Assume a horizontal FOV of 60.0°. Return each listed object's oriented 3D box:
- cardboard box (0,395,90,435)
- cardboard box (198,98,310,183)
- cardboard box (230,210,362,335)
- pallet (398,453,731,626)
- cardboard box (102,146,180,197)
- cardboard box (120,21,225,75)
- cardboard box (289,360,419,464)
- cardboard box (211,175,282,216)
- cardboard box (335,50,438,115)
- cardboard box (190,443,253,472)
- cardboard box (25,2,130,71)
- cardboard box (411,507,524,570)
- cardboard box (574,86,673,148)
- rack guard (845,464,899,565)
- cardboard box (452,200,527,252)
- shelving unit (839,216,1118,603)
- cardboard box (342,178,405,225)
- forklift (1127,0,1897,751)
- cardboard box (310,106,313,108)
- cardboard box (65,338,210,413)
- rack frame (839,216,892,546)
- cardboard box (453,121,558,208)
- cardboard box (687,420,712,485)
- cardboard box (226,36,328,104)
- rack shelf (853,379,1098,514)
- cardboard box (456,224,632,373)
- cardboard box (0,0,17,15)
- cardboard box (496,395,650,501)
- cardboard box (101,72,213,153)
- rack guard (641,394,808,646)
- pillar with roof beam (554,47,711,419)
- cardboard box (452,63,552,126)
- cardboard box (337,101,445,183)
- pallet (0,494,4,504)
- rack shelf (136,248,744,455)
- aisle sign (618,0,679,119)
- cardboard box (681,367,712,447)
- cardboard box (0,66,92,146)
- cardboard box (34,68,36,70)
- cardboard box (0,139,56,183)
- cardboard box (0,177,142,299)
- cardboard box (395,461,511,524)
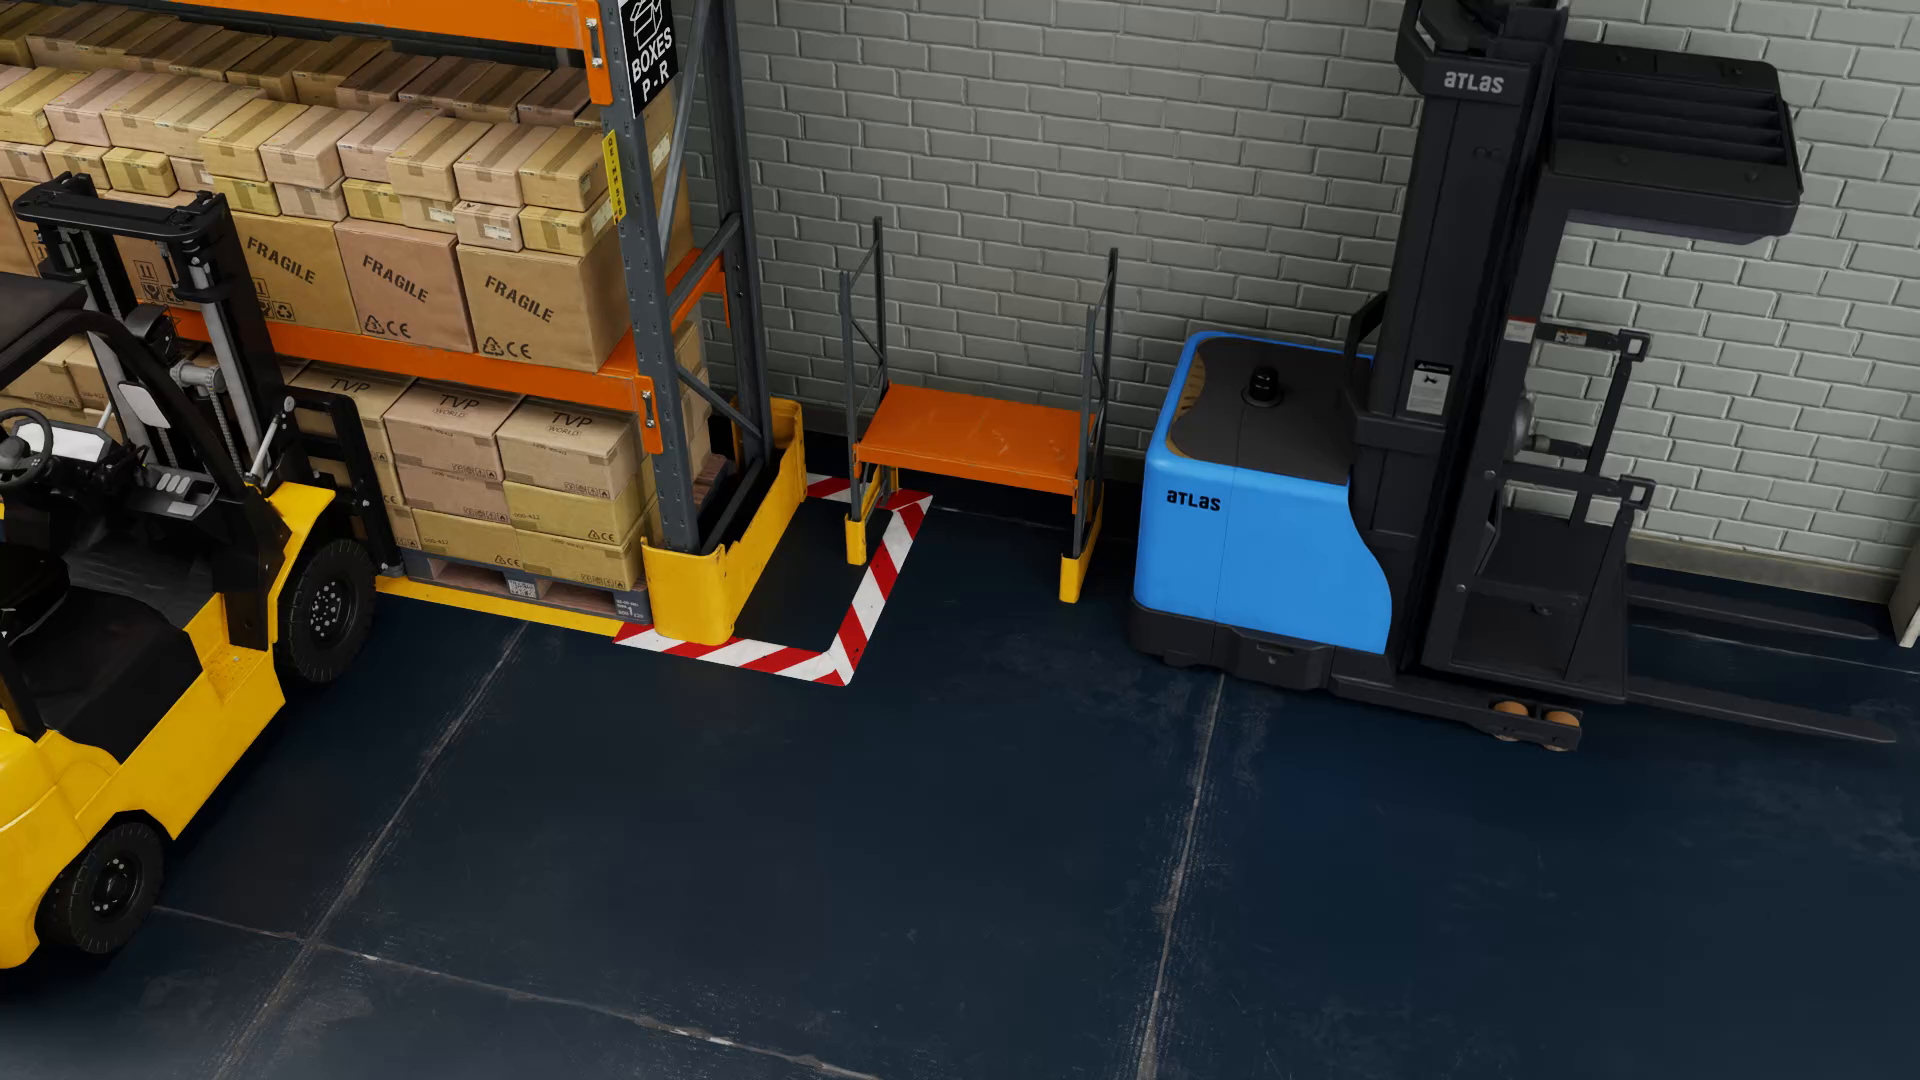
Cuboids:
[{"bbox_3d":[-4.050,-0.685,7.657,0.500,0.250,0.500,10,41,11],"label":"cardboard box"},{"bbox_3d":[-2.720,-1.555,6.456,0.250,0.149,0.380,11,41,12],"label":"cardboard box"},{"bbox_3d":[-2.598,-1.210,6.780,0.500,0.500,0.500,9,41,11],"label":"cardboard box"},{"bbox_3d":[-1.810,-0.109,7.716,1.213,0.211,1.003,10,41,11],"label":"pallet"},{"bbox_3d":[-3.196,-1.542,6.671,0.250,0.149,0.380,9,41,11],"label":"cardboard box"},{"bbox_3d":[-3.309,-2.043,7.037,0.250,0.149,0.380,9,41,11],"label":"cardboard box"},{"bbox_3d":[-2.571,-0.608,7.176,0.500,0.250,0.500,10,41,12],"label":"cardboard box"},{"bbox_3d":[-2.713,-1.444,6.555,0.250,0.149,0.380,10,41,12],"label":"cardboard box"},{"bbox_3d":[-2.329,-1.843,6.799,0.250,0.149,0.380,11,41,13],"label":"cardboard box"},{"bbox_3d":[-3.080,-0.510,7.448,0.500,0.250,0.500,10,41,11],"label":"cardboard box"},{"bbox_3d":[-3.789,-2.170,7.188,0.250,0.149,0.380,9,41,11],"label":"cardboard box"},{"bbox_3d":[-2.074,-0.154,7.413,0.500,0.250,0.500,10,41,11],"label":"cardboard box"},{"bbox_3d":[-1.330,-1.665,6.587,0.250,0.149,0.380,9,41,11],"label":"cardboard box"},{"bbox_3d":[-0.407,-0.166,7.753,0.087,0.250,0.587,10,41,11],"label":"rack guard"},{"bbox_3d":[-1.722,-1.270,6.348,0.250,0.149,0.380,10,41,12],"label":"cardboard box"},{"bbox_3d":[0.074,-0.562,7.253,1.083,1.500,0.587,10,41,11],"label":"shelving unit"},{"bbox_3d":[-2.194,-1.400,6.502,0.250,0.149,0.380,9,41,11],"label":"cardboard box"},{"bbox_3d":[2.291,-0.651,6.246,3.031,2.935,1.130,11,41,13],"label":"forklift"},{"bbox_3d":[-2.545,-1.838,7.024,0.250,0.149,0.380,11,41,13],"label":"cardboard box"},{"bbox_3d":[-3.563,-0.789,7.392,0.500,0.250,0.500,11,41,13],"label":"cardboard box"},{"bbox_3d":[-0.409,-0.645,7.351,0.032,1.500,0.500,10,41,11],"label":"rack frame"},{"bbox_3d":[-1.707,-1.427,6.303,0.250,0.149,0.380,10,41,11],"label":"cardboard box"},{"bbox_3d":[-1.484,-0.387,7.690,0.500,0.250,0.500,10,41,12],"label":"cardboard box"},{"bbox_3d":[-2.816,-1.940,6.914,0.250,0.149,0.380,10,41,12],"label":"cardboard box"},{"bbox_3d":[0.082,-0.422,7.366,1.000,0.185,0.538,10,41,11],"label":"rack shelf"},{"bbox_3d":[-1.604,-1.033,6.570,0.500,0.500,0.500,9,41,10],"label":"cardboard box"},{"bbox_3d":[-4.306,-2.209,7.234,0.250,0.149,0.380,9,41,10],"label":"cardboard box"},{"bbox_3d":[-1.586,-0.449,6.987,0.500,0.250,0.500,11,41,13],"label":"cardboard box"},{"bbox_3d":[-3.183,-1.709,6.639,0.250,0.149,0.380,10,41,12],"label":"cardboard box"},{"bbox_3d":[-1.037,-0.115,7.498,0.348,0.500,1.175,10,41,11],"label":"rack guard"},{"bbox_3d":[-2.613,-1.374,2.389,0.400,9.000,9.100,10,41,11],"label":"pillar with roof beam"},{"bbox_3d":[-1.832,-1.765,6.705,0.250,0.149,0.380,11,41,12],"label":"cardboard box"},{"bbox_3d":[-2.188,-1.541,6.439,0.250,0.149,0.380,10,41,12],"label":"cardboard box"},{"bbox_3d":[-4.167,-0.515,8.199,1.213,0.211,1.003,10,41,11],"label":"pallet"},{"bbox_3d":[-2.992,-1.133,7.326,4.000,0.370,1.077,10,41,11],"label":"rack shelf"},{"bbox_3d":[-1.073,-1.878,5.632,0.004,0.787,0.394,10,41,11],"label":"aisle sign"},{"bbox_3d":[-1.461,-0.582,7.534,0.500,0.250,0.500,10,41,12],"label":"cardboard box"},{"bbox_3d":[-3.689,-1.747,6.684,0.250,0.149,0.380,9,41,11],"label":"cardboard box"},{"bbox_3d":[-4.043,-2.064,7.294,0.250,0.149,0.380,11,41,13],"label":"cardboard box"},{"bbox_3d":[-3.703,-1.611,6.754,0.250,0.149,0.380,9,41,11],"label":"cardboard box"},{"bbox_3d":[-3.566,-1.383,6.987,0.500,0.500,0.500,9,41,11],"label":"cardboard box"},{"bbox_3d":[-2.093,-0.352,7.259,0.500,0.250,0.500,9,41,11],"label":"cardboard box"}]
